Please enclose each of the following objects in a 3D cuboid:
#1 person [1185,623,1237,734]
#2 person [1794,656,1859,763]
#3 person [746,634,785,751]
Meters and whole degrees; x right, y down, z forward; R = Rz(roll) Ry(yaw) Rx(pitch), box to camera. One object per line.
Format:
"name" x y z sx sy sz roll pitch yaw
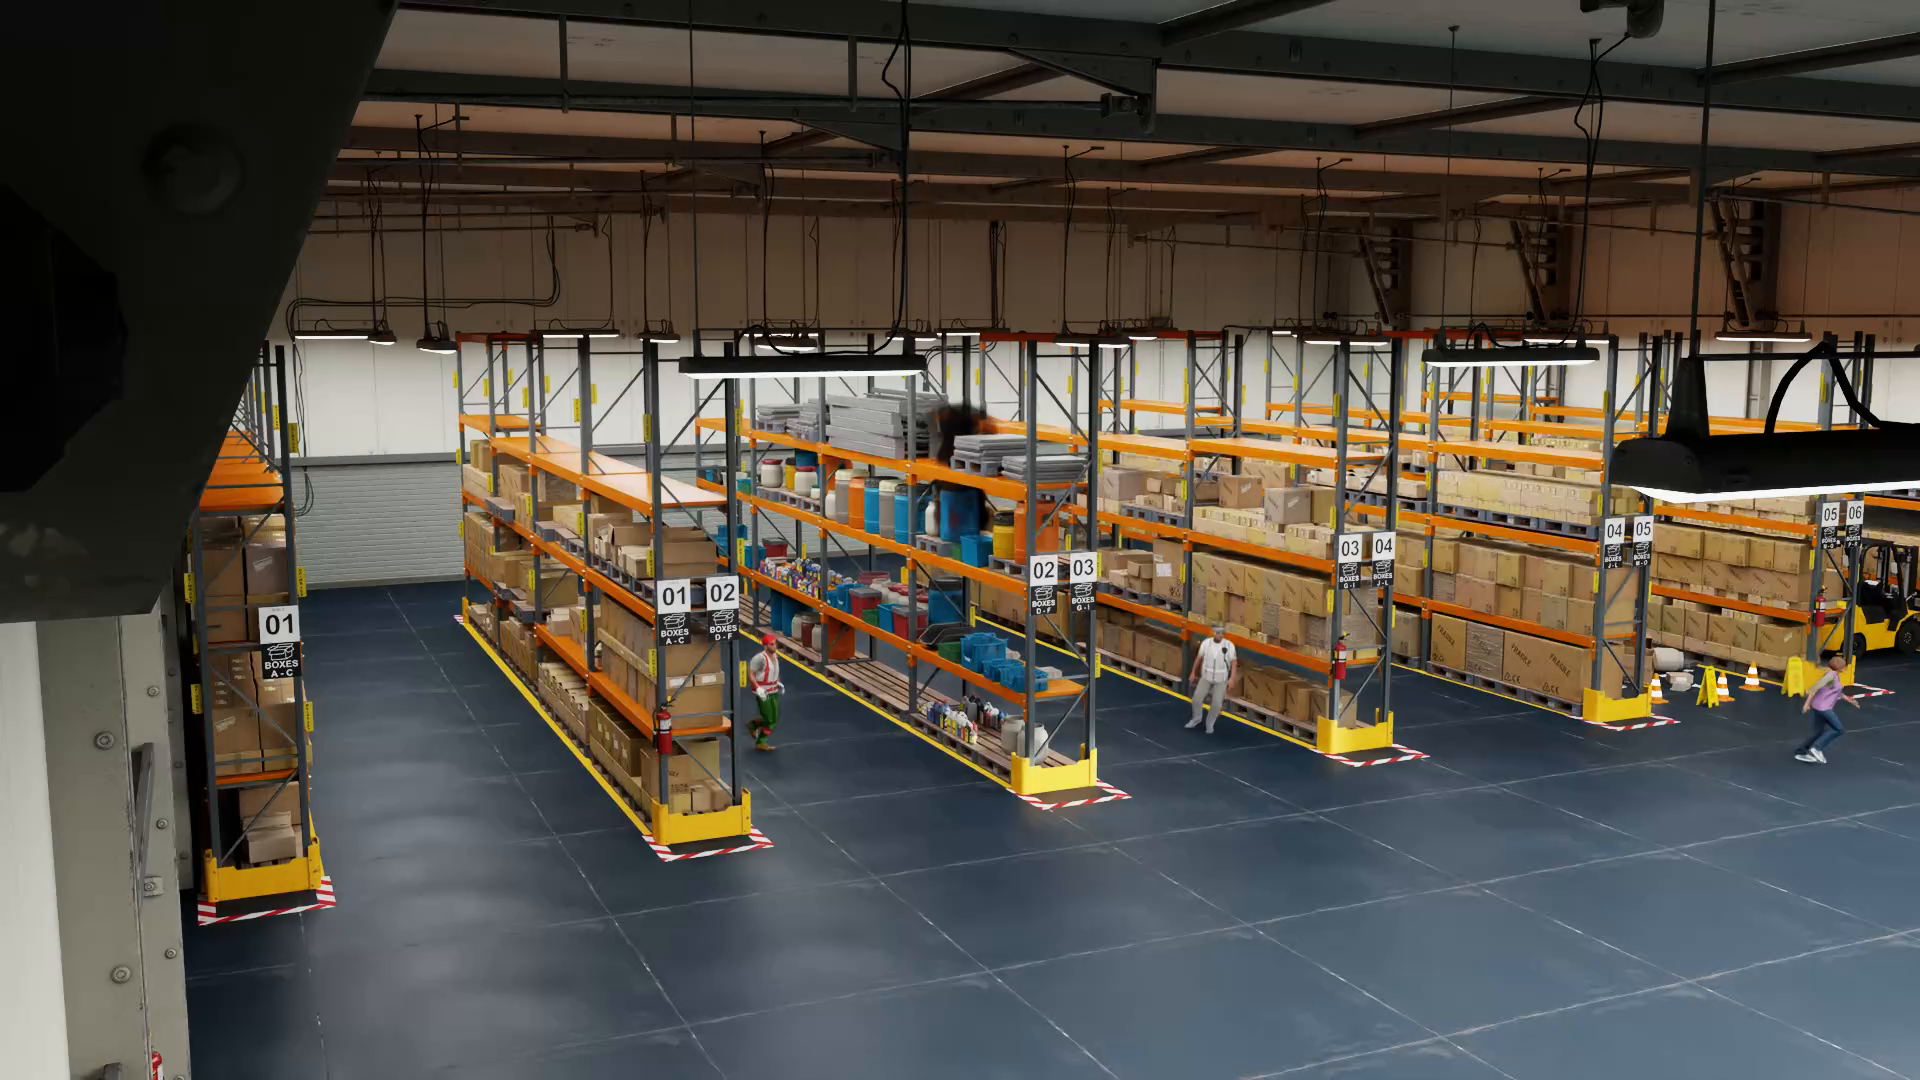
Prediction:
"person" 3.811 2.105 25.268 0.776 1.771 0.484 2 8 16
"person" 12.279 2.415 23.515 0.779 1.500 0.508 4 9 26
"person" -2.892 2.211 24.327 0.563 1.722 0.660 5 9 33
